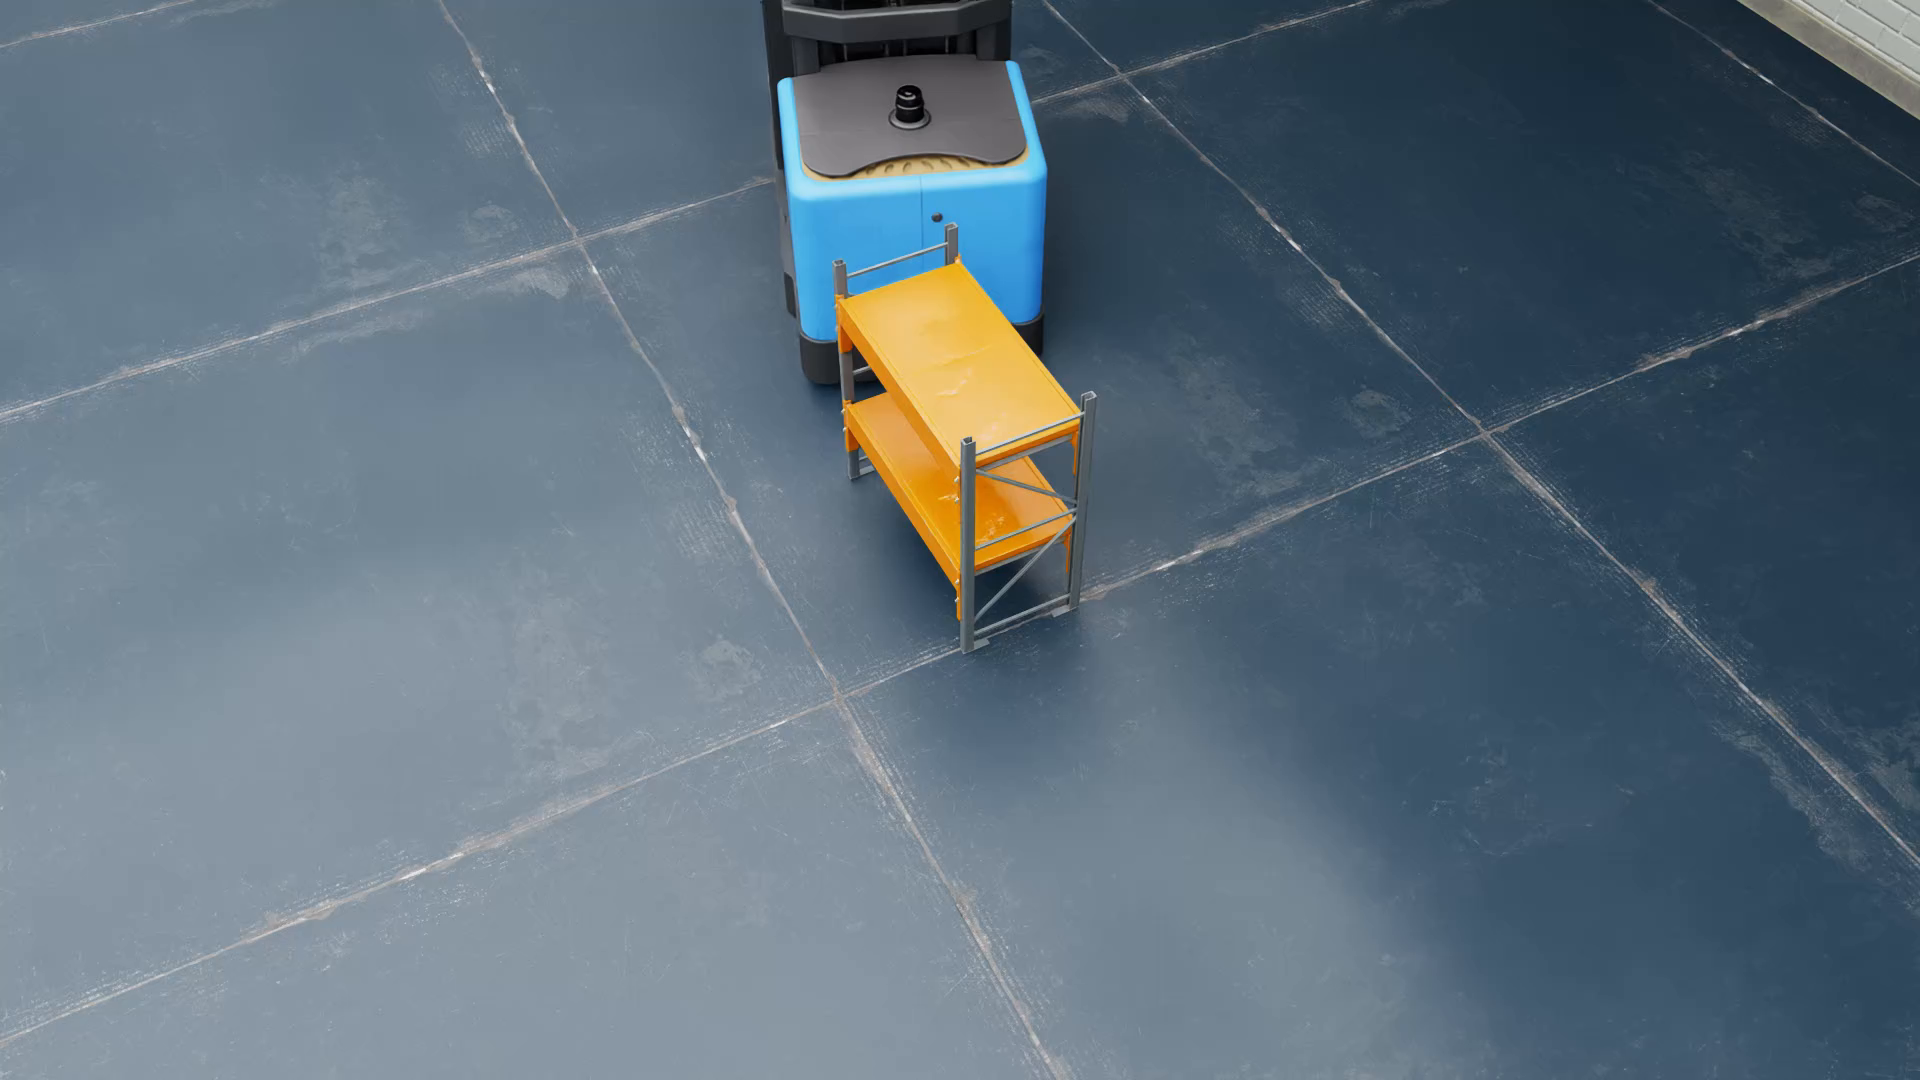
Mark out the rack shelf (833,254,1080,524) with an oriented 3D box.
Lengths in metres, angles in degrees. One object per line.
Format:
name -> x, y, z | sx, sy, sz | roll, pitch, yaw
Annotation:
rack shelf -> -0.003, -0.568, 6.003 | 0.538, 0.278, 1.000 | -21, 52, -18

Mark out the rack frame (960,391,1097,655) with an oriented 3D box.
rack frame -> 0.230, -0.035, 5.926 | 0.500, 1.125, 0.032 | -21, 52, -18

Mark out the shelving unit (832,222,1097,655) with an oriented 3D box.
shelving unit -> -0.003, -0.375, 6.223 | 0.538, 1.125, 1.048 | -21, 52, -18

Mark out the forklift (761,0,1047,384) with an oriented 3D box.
forklift -> -0.350, -2.756, 7.106 | 1.130, 2.935, 3.031 | -6, 49, -5

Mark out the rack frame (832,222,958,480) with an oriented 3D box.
rack frame -> -0.236, -0.715, 6.521 | 0.500, 1.125, 0.032 | -21, 52, -18

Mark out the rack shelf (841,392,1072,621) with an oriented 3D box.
rack shelf -> -0.003, -0.214, 6.407 | 0.538, 0.278, 1.000 | -21, 52, -18
